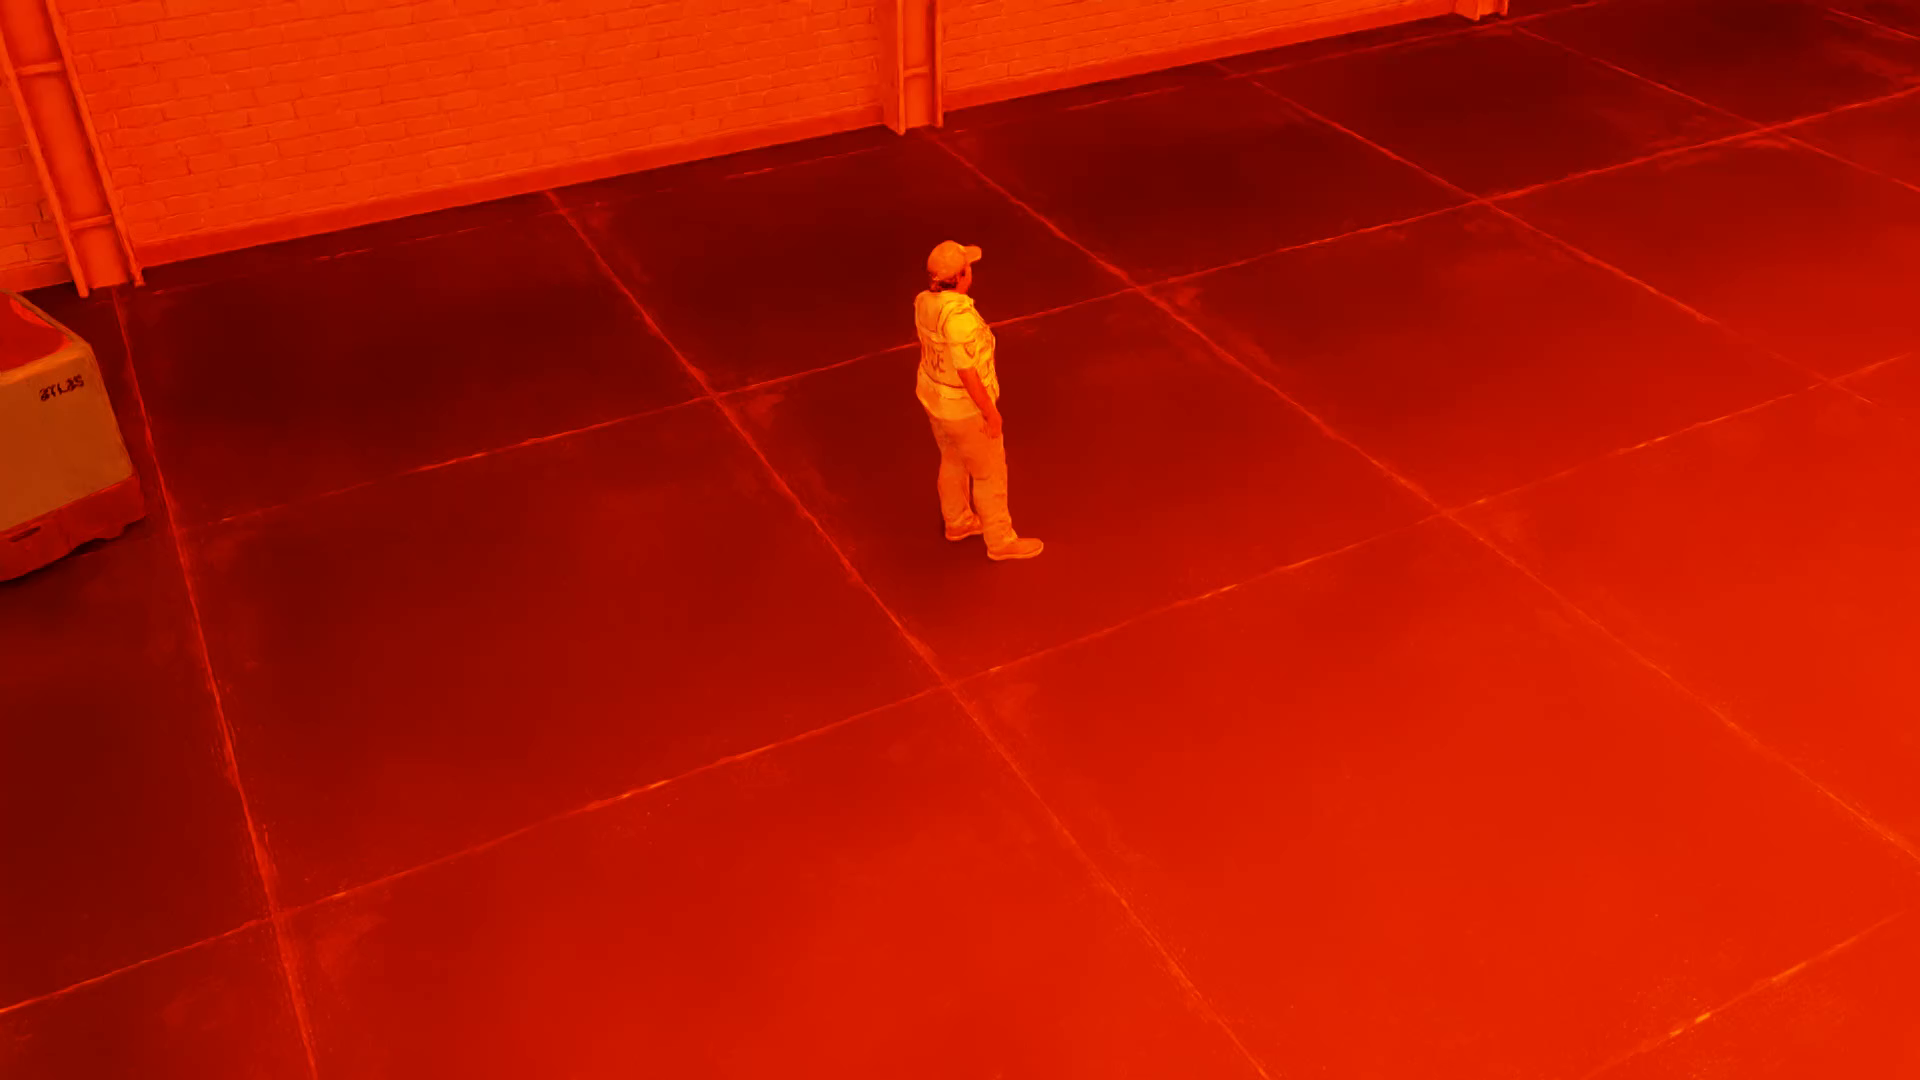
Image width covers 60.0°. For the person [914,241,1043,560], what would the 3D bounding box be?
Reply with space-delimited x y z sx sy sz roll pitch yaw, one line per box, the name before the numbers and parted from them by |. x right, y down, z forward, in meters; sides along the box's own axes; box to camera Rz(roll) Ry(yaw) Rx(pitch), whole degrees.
person | 0.079 -0.696 8.190 0.527 1.669 0.598 -17 39 -23

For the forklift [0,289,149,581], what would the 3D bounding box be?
forklift | -5.627 -0.838 7.309 1.130 2.935 3.031 27 44 33
